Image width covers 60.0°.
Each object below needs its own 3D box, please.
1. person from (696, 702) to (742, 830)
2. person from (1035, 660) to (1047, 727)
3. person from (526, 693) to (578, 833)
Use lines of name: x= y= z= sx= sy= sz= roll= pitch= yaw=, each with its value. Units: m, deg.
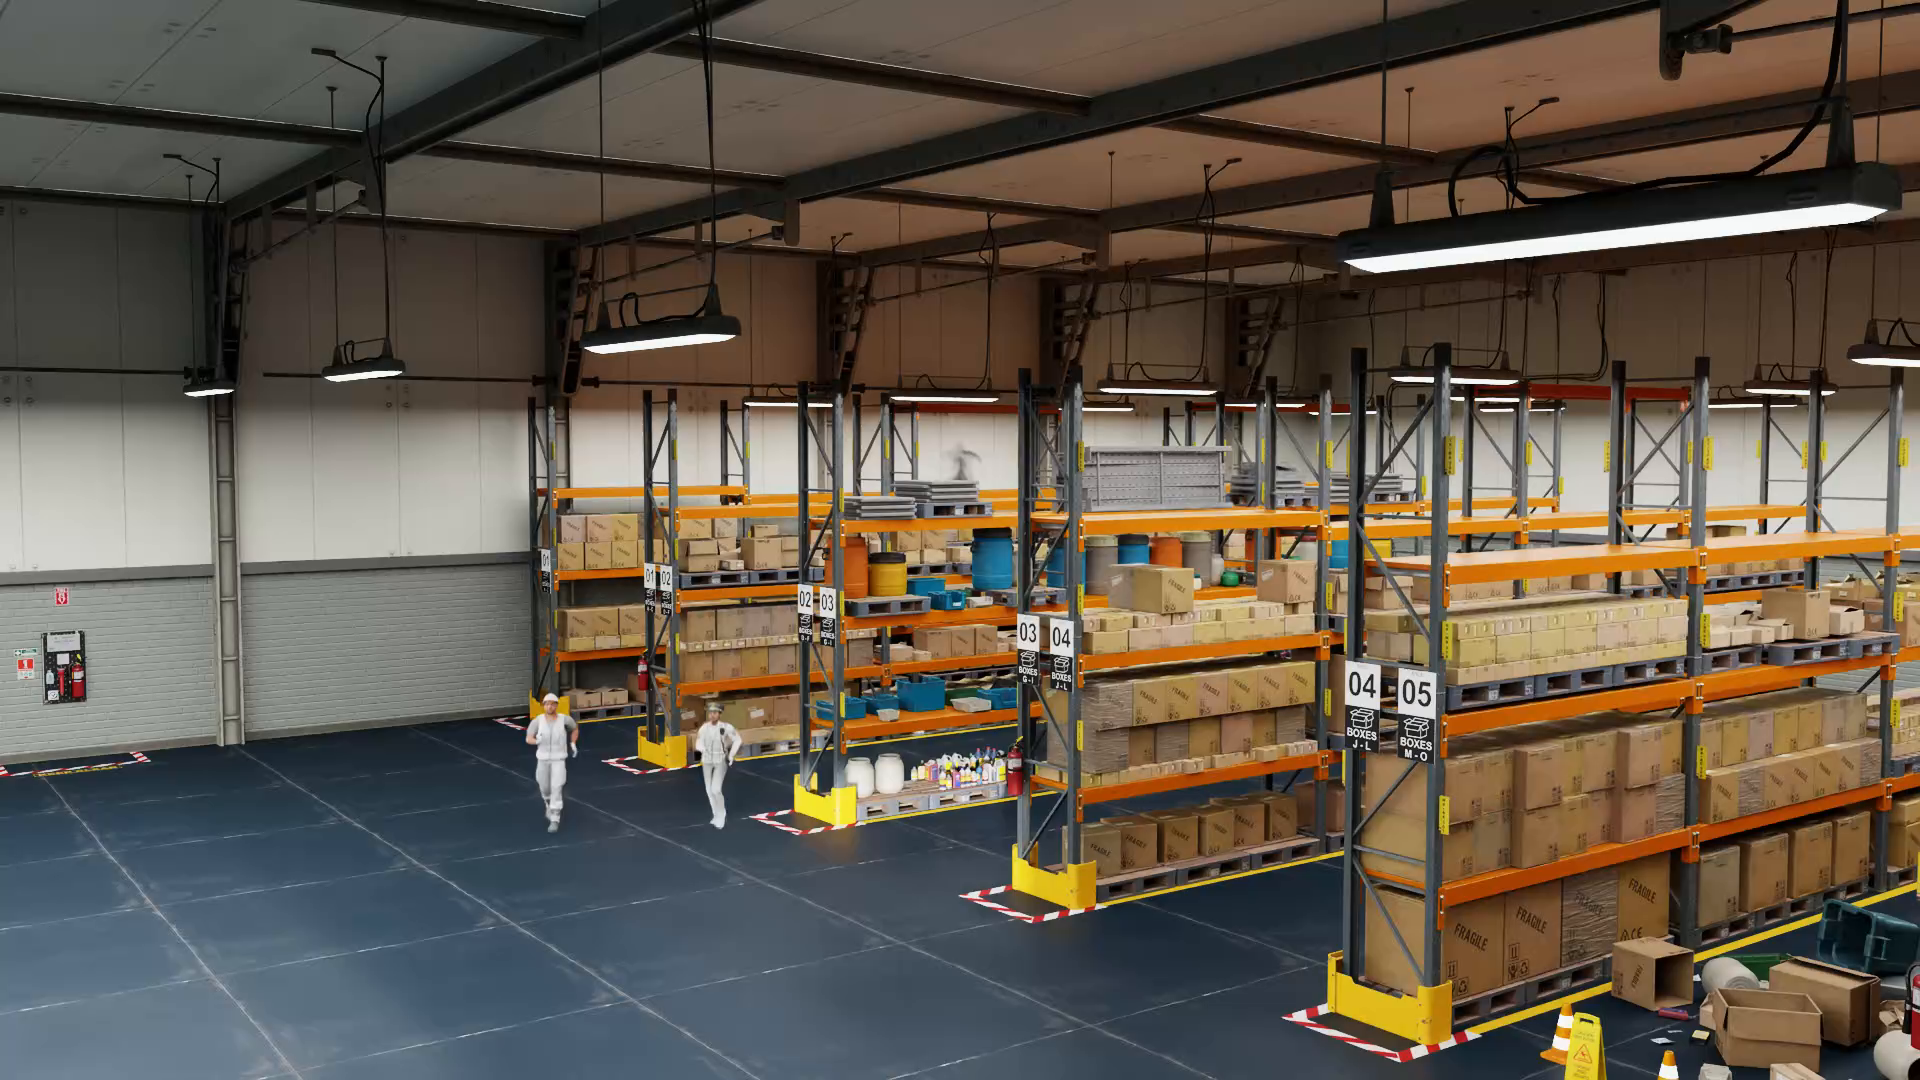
person: x=-3.264 y=3.015 z=22.226 sx=0.582 sy=1.708 sz=0.569 roll=1 pitch=3 yaw=11
person: x=1.348 y=2.654 z=27.603 sx=0.960 sy=1.700 sz=0.659 roll=-3 pitch=5 yaw=-43
person: x=-5.448 y=2.929 z=22.174 sx=0.652 sy=1.773 sz=0.999 roll=0 pitch=3 yaw=-6
